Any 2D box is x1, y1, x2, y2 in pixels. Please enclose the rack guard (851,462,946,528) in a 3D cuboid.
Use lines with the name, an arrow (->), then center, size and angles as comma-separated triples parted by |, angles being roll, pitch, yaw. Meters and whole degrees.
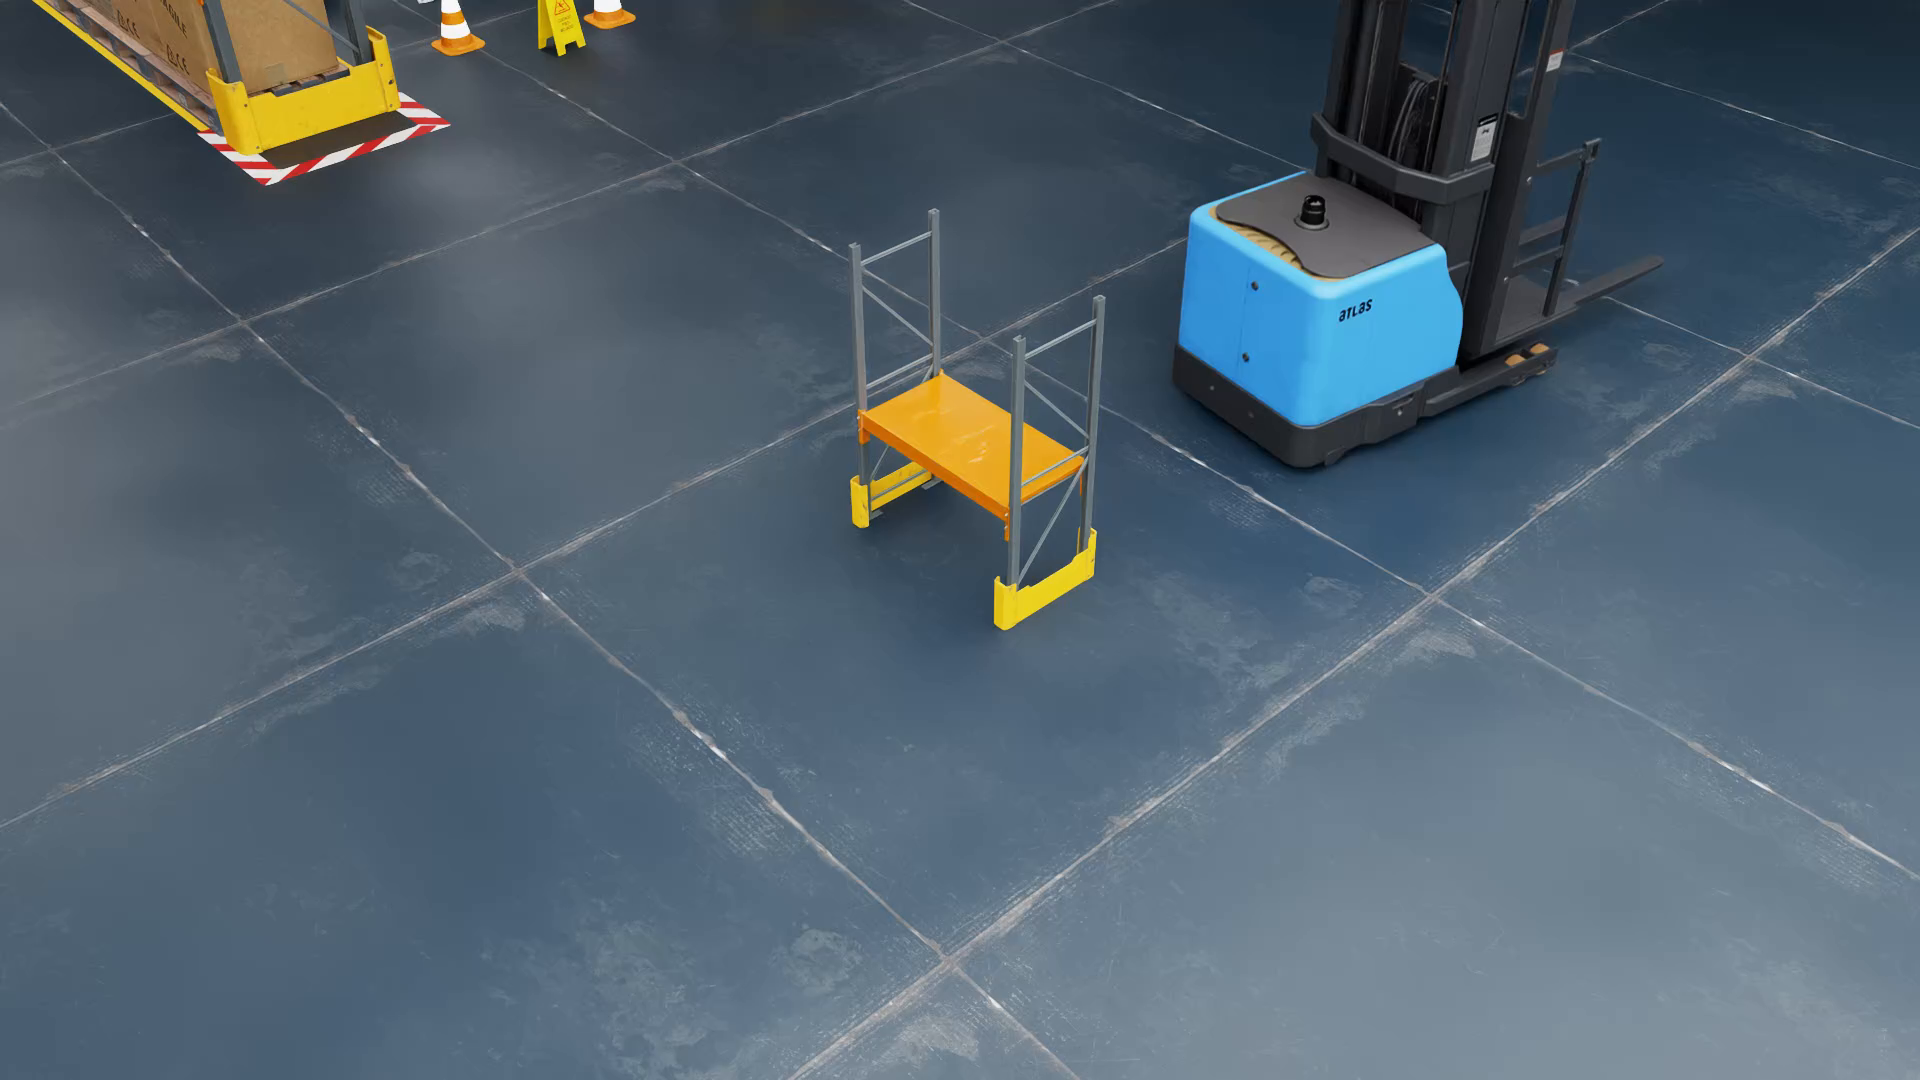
rack guard -> -0.285, -0.292, 8.121 | 0.587, 0.250, 0.087 | -30, 48, -32

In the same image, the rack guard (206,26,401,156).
rack guard -> -4.470, -3.083, 11.377 | 1.175, 0.500, 0.348 | -30, 48, -32

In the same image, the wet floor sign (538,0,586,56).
wet floor sign -> -3.008, -3.979, 12.371 | 0.232, 0.644, 0.267 | 26, 45, 28

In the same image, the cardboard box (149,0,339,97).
cardboard box -> -4.993, -3.689, 11.495 | 0.875, 0.875, 0.875 | -30, 47, -32

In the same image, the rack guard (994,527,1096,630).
rack guard -> 0.388, 0.169, 7.550 | 0.587, 0.250, 0.087 | -30, 48, -32

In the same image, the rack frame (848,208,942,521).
rack frame -> -0.286, -0.779, 7.729 | 0.500, 1.500, 0.032 | -30, 48, -32

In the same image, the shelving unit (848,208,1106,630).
shelving unit -> 0.052, -0.548, 7.443 | 0.587, 1.500, 1.083 | -30, 48, -32

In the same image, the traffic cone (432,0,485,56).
traffic cone -> -3.799, -3.929, 12.454 | 0.336, 0.463, 0.334 | -30, 48, -32

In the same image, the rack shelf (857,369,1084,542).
rack shelf -> 0.058, -0.404, 7.551 | 0.538, 0.185, 1.000 | -30, 48, -32

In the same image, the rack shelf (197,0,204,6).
rack shelf -> -5.839, -4.712, 11.978 | 1.077, 0.370, 4.000 | -30, 48, -32

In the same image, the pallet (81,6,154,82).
pallet -> -5.905, -3.883, 12.598 | 1.003, 0.211, 1.213 | -30, 48, -32

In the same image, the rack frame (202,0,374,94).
rack frame -> -4.486, -4.067, 10.606 | 1.000, 3.000, 0.127 | -30, 48, -32

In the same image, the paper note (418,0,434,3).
paper note -> -4.268, -4.339, 13.307 | 0.144, 0.017, 0.142 | -15, 41, -17

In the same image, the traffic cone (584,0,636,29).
traffic cone -> -2.737, -4.252, 12.854 | 0.336, 0.463, 0.334 | -30, 48, -32

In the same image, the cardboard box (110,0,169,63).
cardboard box -> -5.590, -4.095, 11.998 | 0.875, 0.875, 0.875 | -31, 48, -32

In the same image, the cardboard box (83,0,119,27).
cardboard box -> -6.205, -4.518, 12.522 | 0.875, 0.875, 0.875 | -30, 47, -31

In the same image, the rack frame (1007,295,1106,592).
rack frame -> 0.402, -0.309, 7.146 | 0.500, 1.500, 0.032 | -30, 48, -32

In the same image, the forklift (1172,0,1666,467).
forklift -> 2.641, -2.225, 8.380 | 3.031, 2.935, 1.130 | -23, 44, -26

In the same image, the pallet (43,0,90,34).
pallet -> -6.735, -4.448, 13.297 | 1.003, 0.211, 1.213 | -30, 48, -32

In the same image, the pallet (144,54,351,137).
pallet -> -5.084, -3.319, 11.899 | 1.003, 0.211, 1.213 | -30, 48, -32
